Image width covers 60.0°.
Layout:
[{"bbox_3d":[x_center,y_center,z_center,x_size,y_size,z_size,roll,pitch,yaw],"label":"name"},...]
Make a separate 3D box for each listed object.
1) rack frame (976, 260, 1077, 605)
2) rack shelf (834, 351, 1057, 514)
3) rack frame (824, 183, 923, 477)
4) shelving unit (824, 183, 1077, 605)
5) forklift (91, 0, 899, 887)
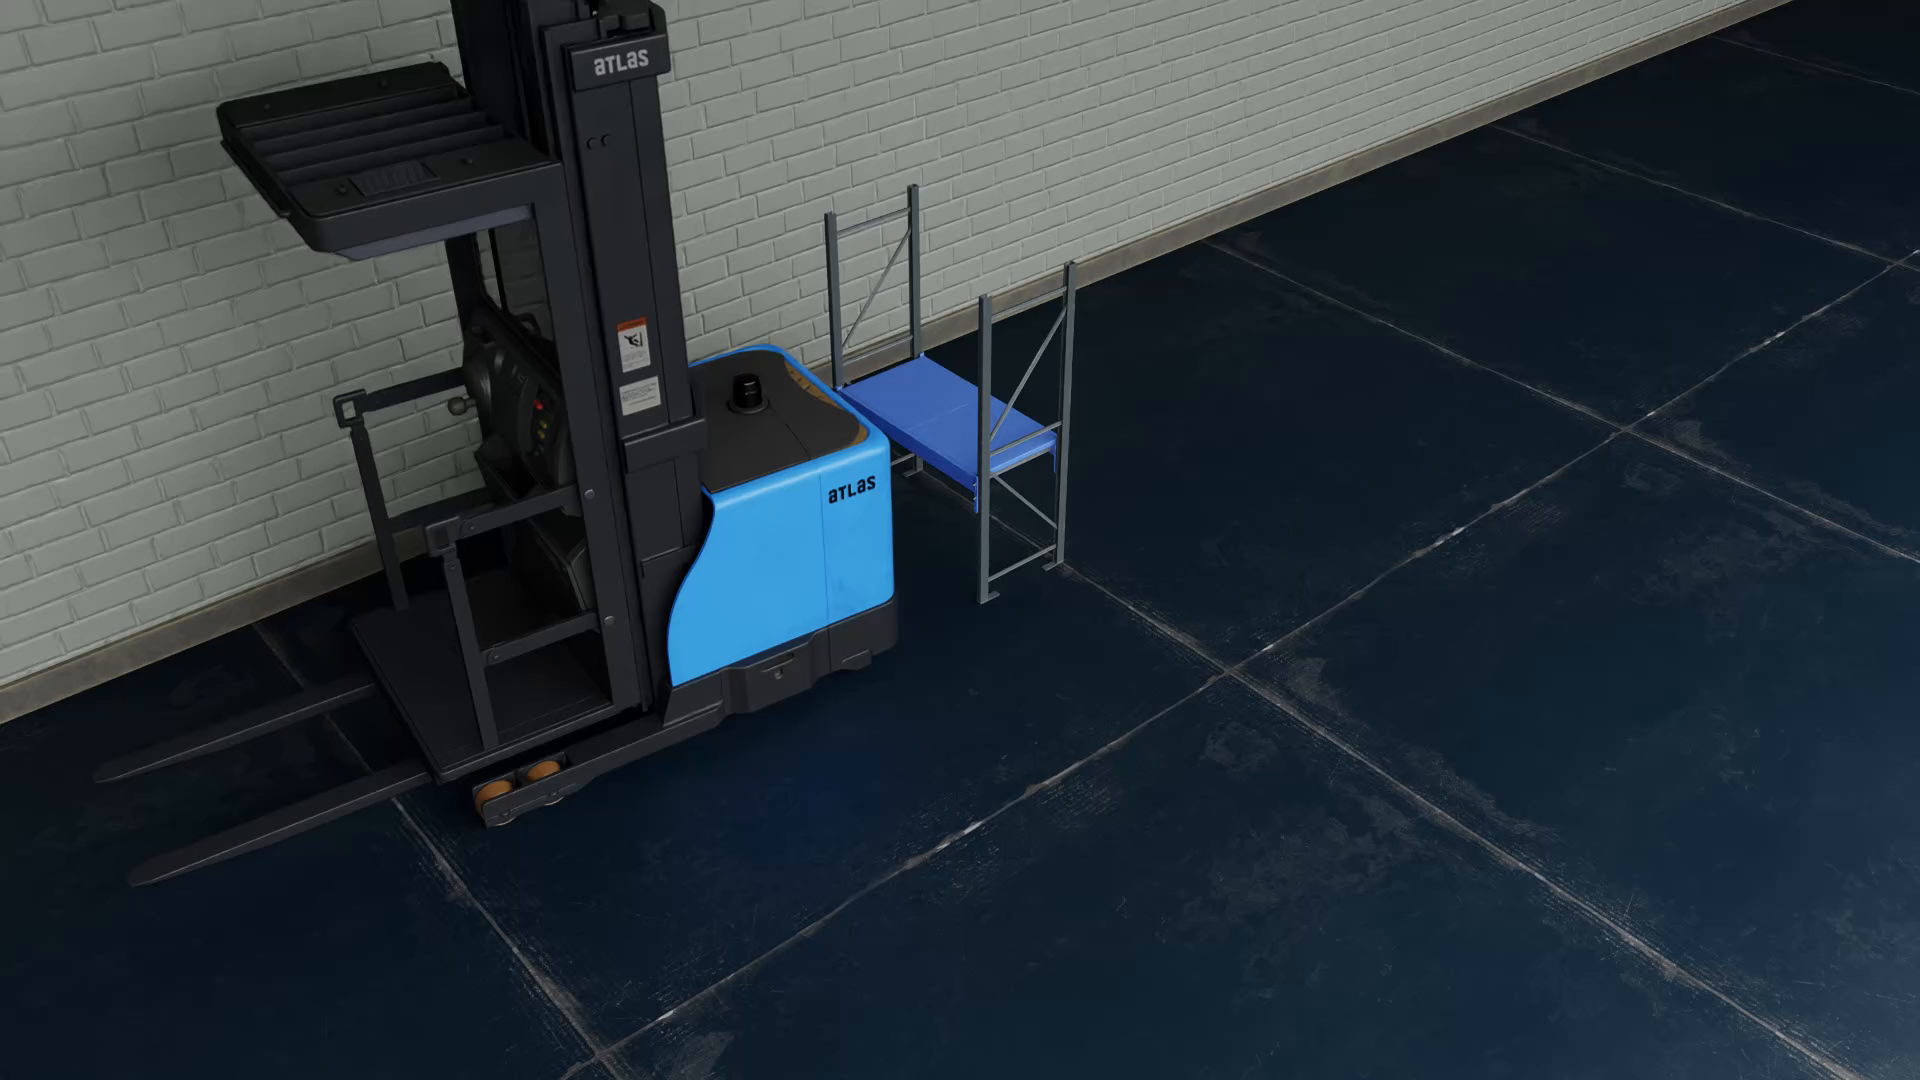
[{"bbox_3d":[0.273,-0.425,7.053,0.500,1.500,0.032,-26,43,-32],"label":"rack frame"},{"bbox_3d":[-0.055,-0.503,7.474,0.538,0.185,1.000,-26,43,-32],"label":"rack shelf"},{"bbox_3d":[-0.383,-0.874,7.687,0.500,1.500,0.032,-26,43,-32],"label":"rack frame"},{"bbox_3d":[-0.055,-0.650,7.370,0.538,1.500,1.048,-26,43,-32],"label":"shelving unit"},{"bbox_3d":[-1.768,-0.475,5.885,3.031,2.935,1.130,-21,40,-27],"label":"forklift"}]
